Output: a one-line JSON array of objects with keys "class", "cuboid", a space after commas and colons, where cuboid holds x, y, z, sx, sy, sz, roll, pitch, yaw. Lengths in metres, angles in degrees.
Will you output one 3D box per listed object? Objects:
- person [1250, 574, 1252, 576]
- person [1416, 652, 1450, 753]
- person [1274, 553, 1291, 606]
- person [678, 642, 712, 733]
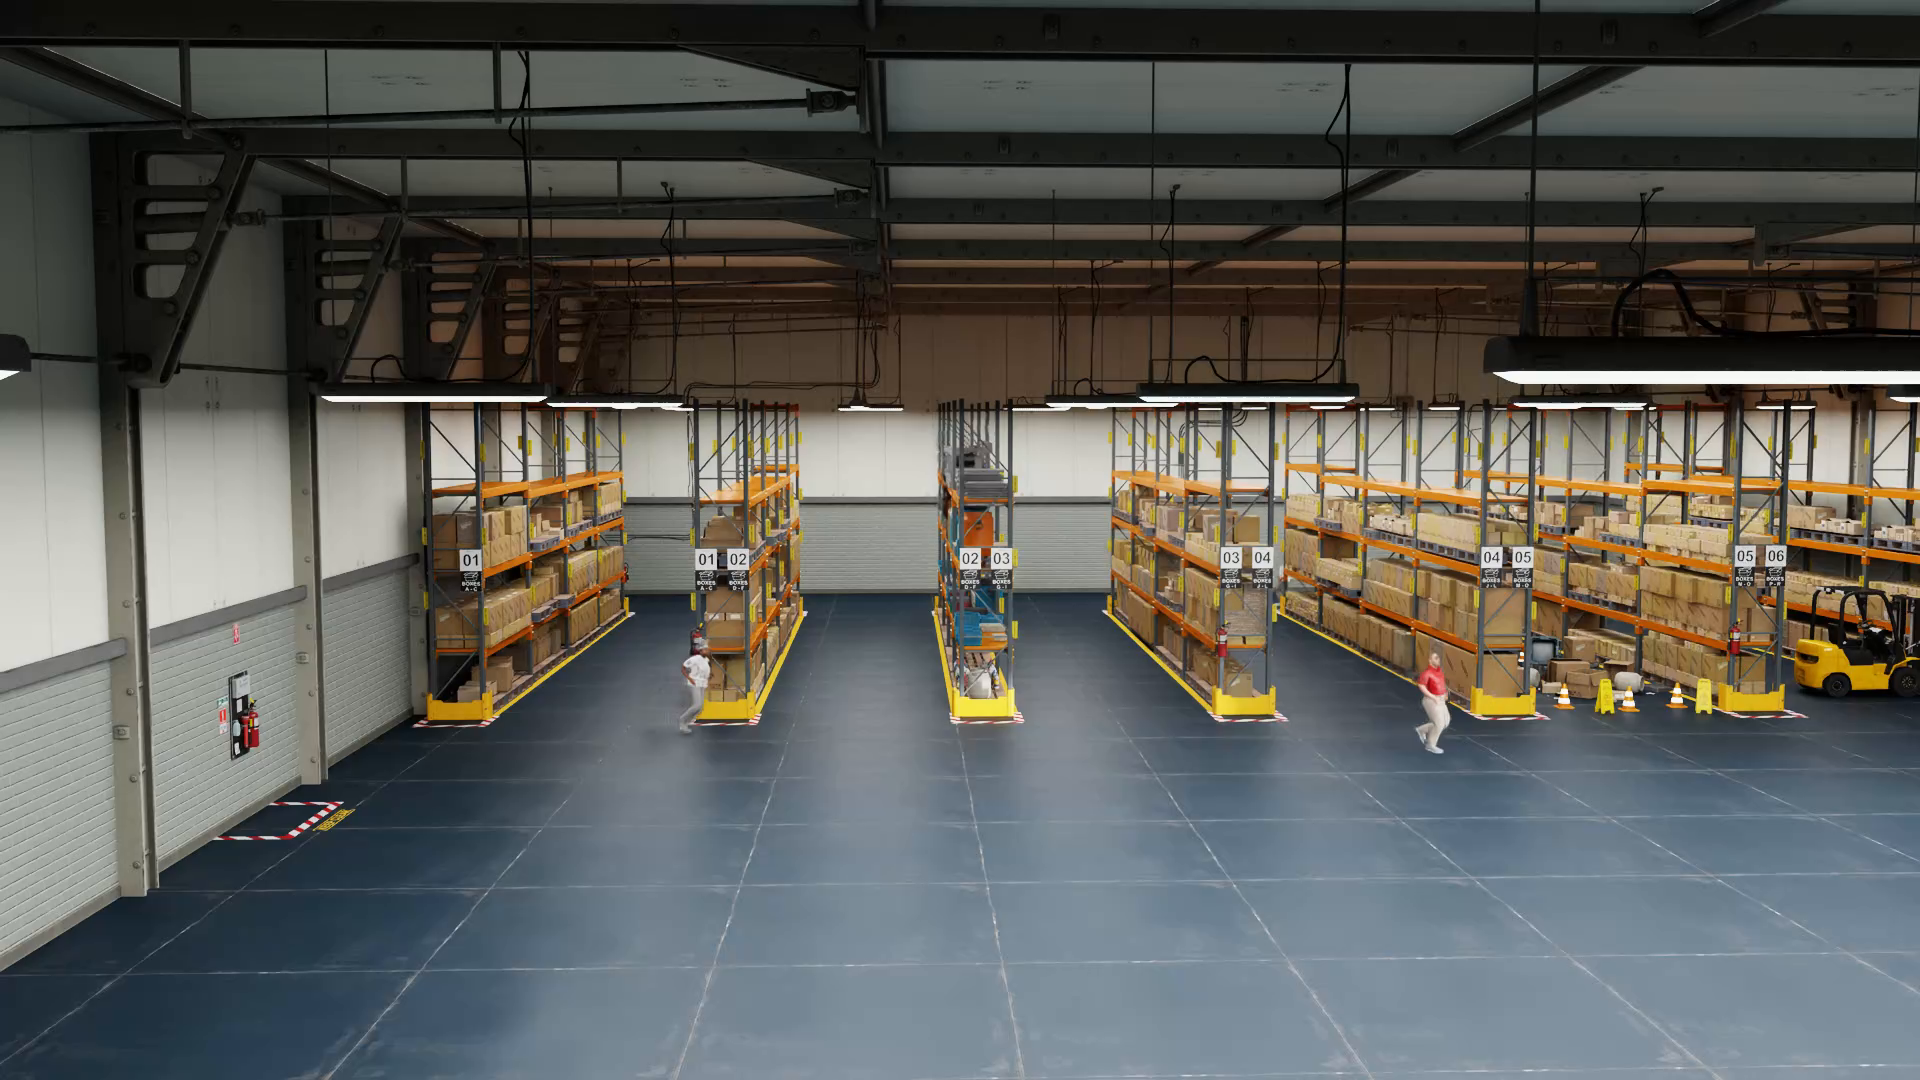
[{"class": "person", "cuboid": [8.128, 1.440, 45.026, 0.666, 1.741, 0.629, 0, 4, -6]}, {"class": "person", "cuboid": [8.014, 2.746, 28.220, 0.542, 1.697, 0.661, 4, 6, 41]}, {"class": "person", "cuboid": [9.527, 1.155, 49.105, 0.568, 1.677, 0.756, 2, 5, 24]}, {"class": "person", "cuboid": [-4.713, 2.634, 29.881, 0.541, 1.615, 0.647, 3, 5, 32]}]
